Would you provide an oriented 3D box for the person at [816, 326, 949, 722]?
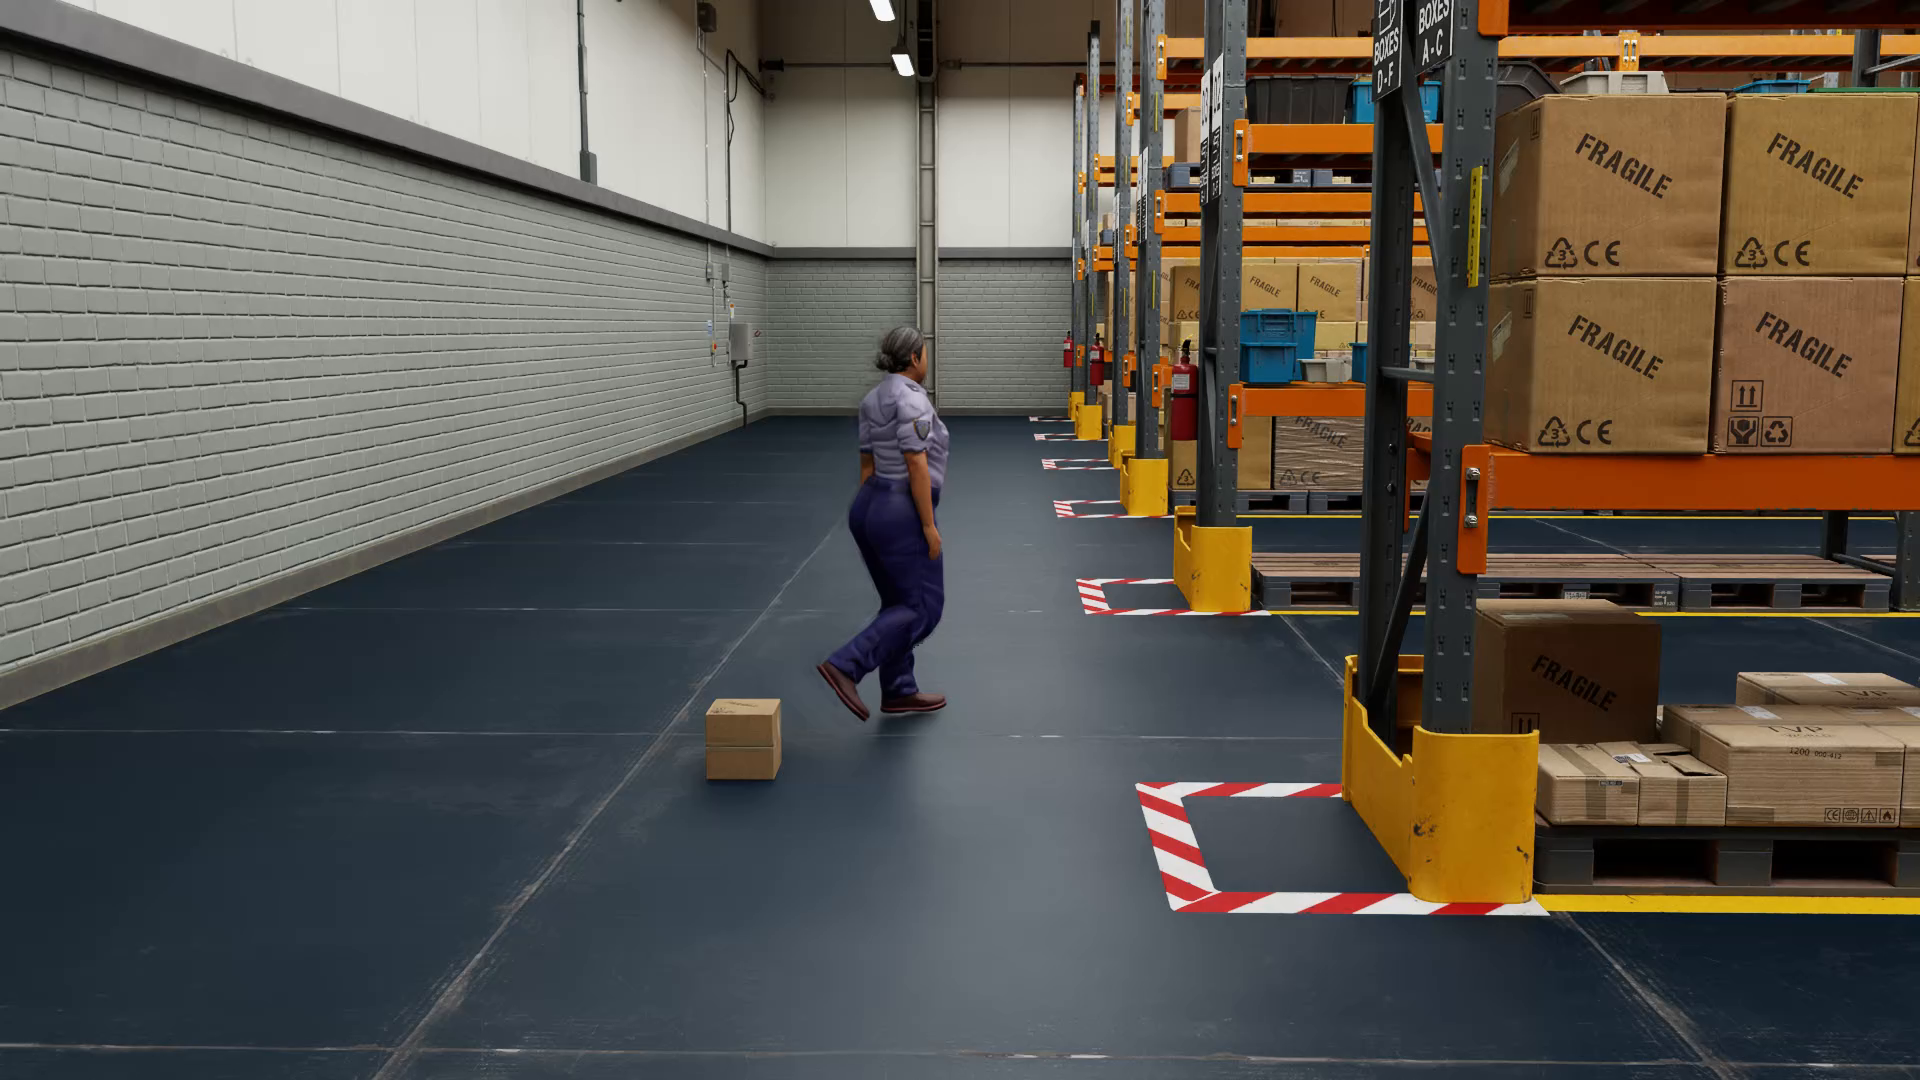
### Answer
[{"bbox_3d":[-0.322,-0.057,6.877,0.679,1.636,0.522,-4,8,-27],"label":"person"}]
